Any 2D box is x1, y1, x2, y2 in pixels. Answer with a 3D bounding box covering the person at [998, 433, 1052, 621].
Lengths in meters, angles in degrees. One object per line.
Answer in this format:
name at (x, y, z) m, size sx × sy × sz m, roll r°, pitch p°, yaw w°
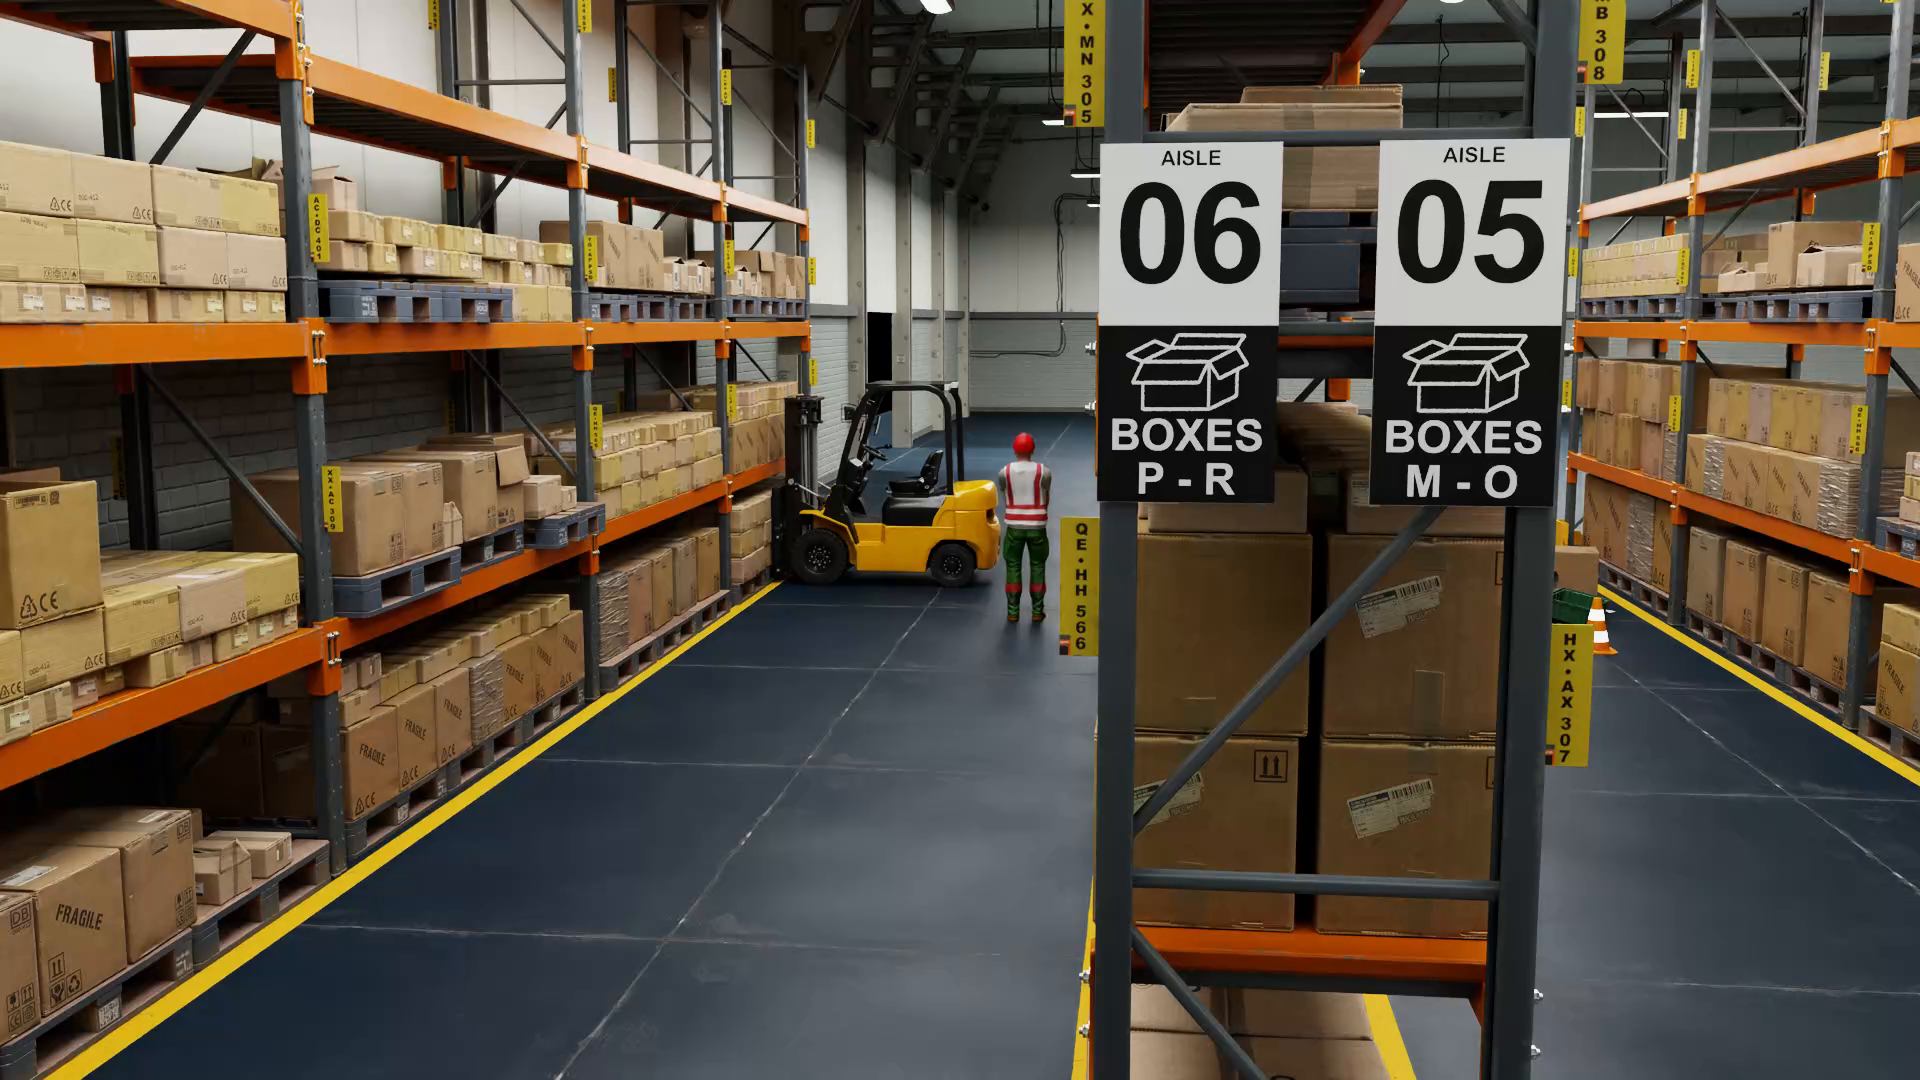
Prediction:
person at (0.622, -0.136, 15.745) m, size 0.497 × 1.785 × 0.561 m, roll 1°, pitch 8°, yaw 6°
